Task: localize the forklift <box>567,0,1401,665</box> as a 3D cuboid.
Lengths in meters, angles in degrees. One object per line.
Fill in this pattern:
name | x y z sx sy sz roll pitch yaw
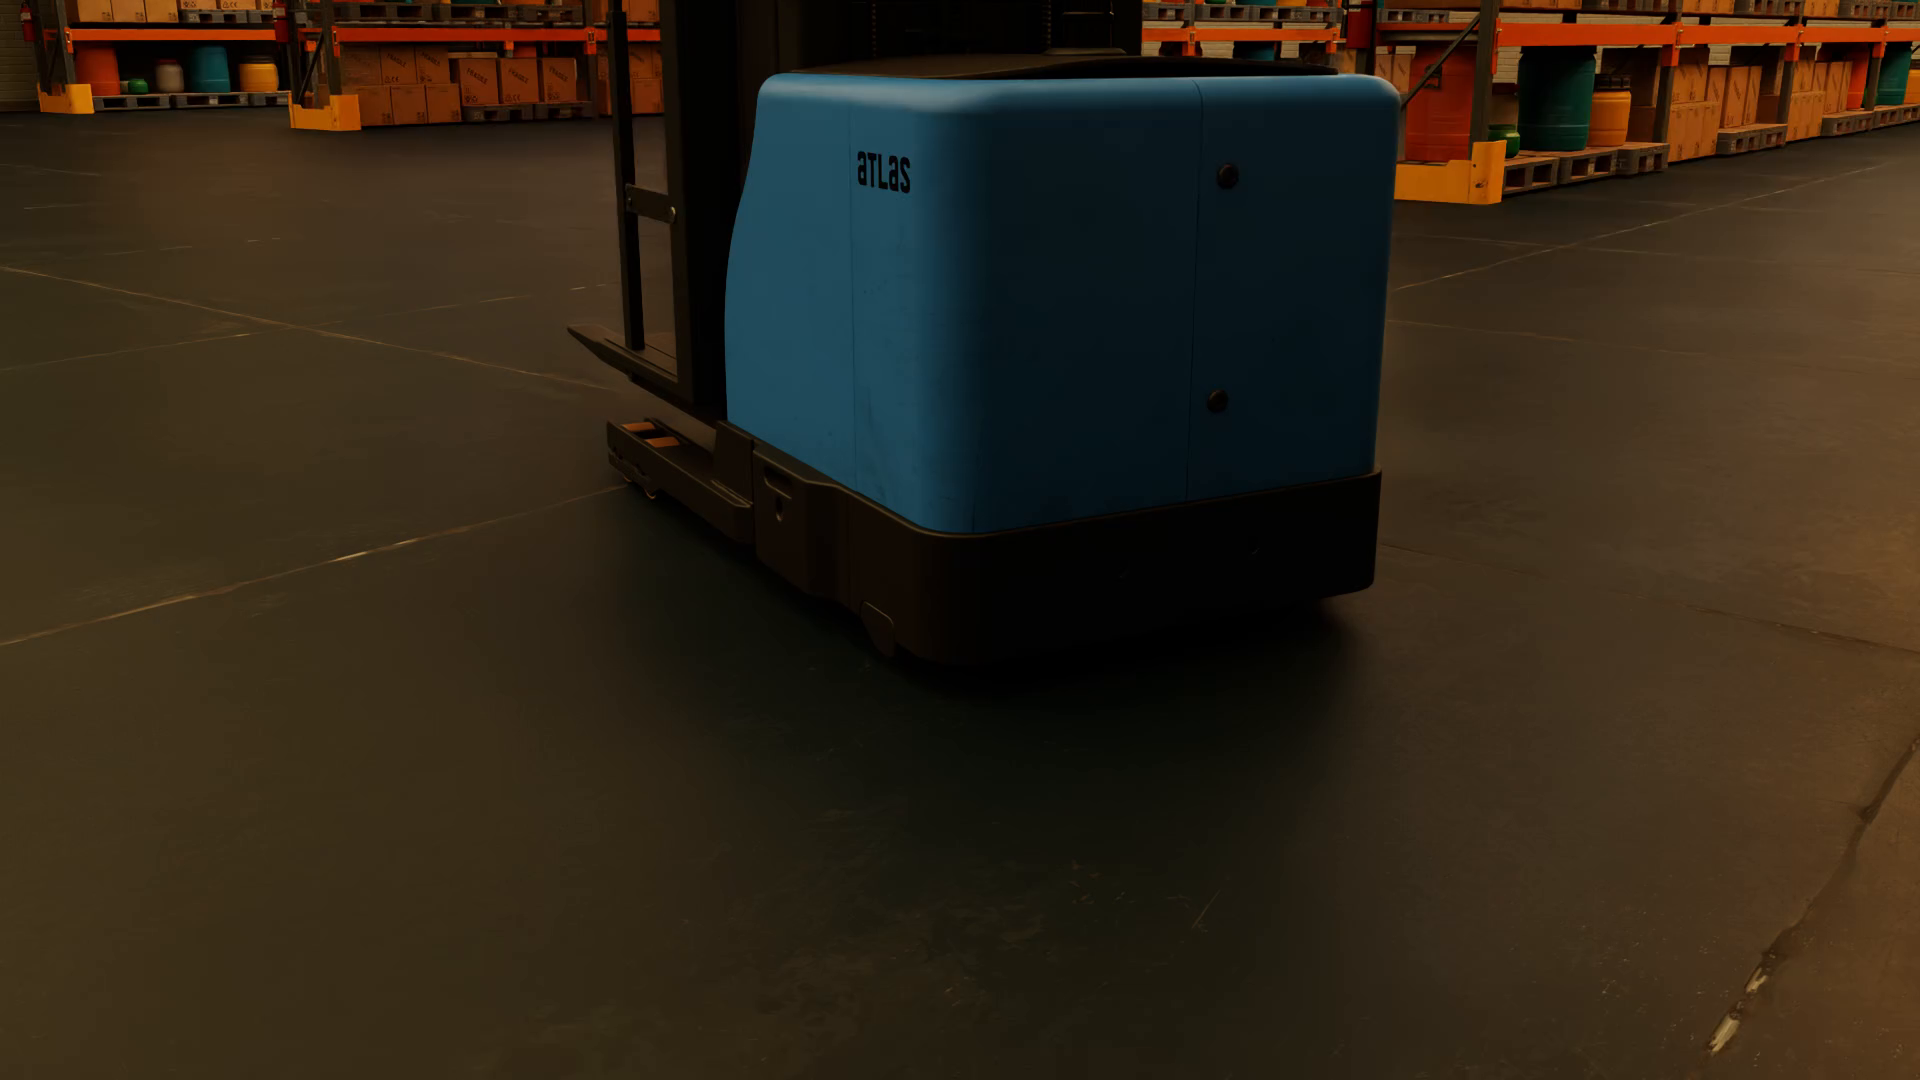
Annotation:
forklift | -0.288 -1.559 4.031 1.130 2.935 3.031 -9 19 -27
